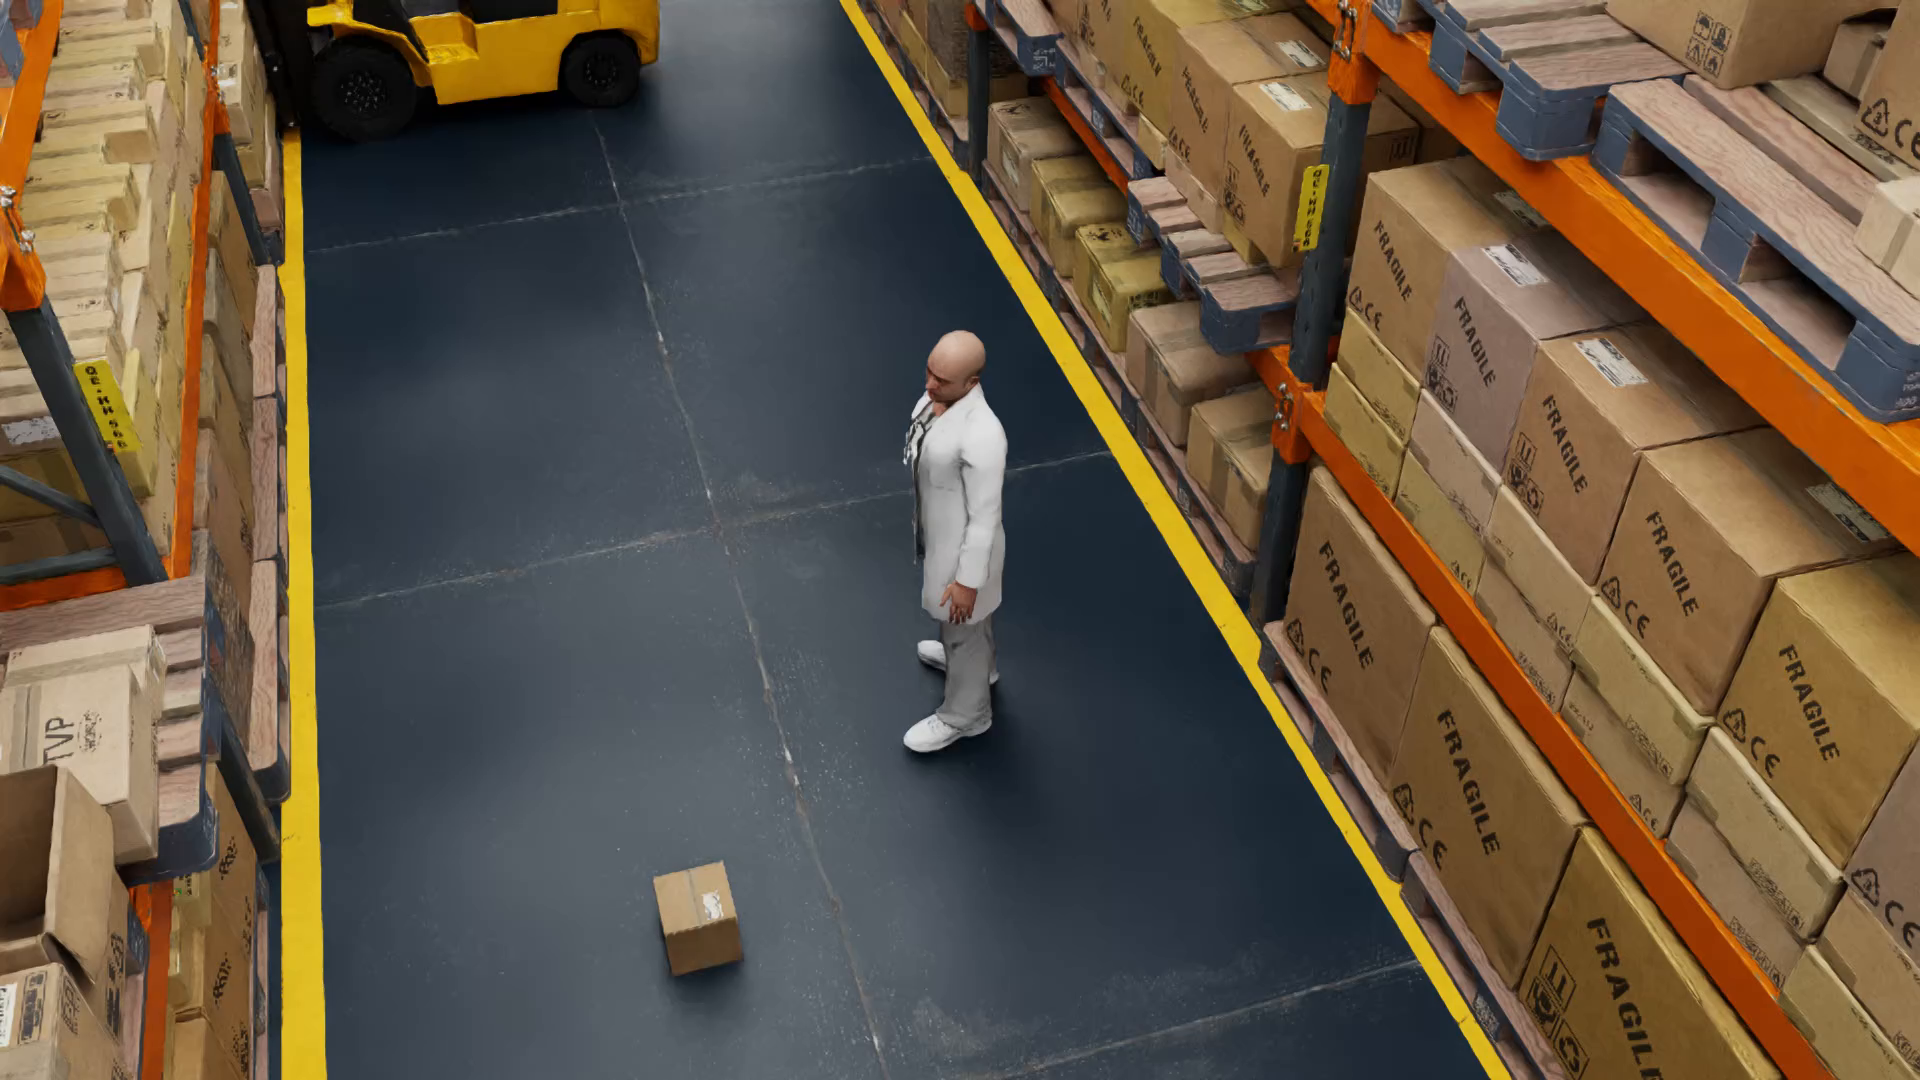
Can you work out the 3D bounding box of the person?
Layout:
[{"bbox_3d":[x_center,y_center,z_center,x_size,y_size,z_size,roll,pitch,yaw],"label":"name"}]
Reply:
[{"bbox_3d":[-0.043,0.000,6.123,0.460,1.788,0.681,-9,42,-10],"label":"person"}]
